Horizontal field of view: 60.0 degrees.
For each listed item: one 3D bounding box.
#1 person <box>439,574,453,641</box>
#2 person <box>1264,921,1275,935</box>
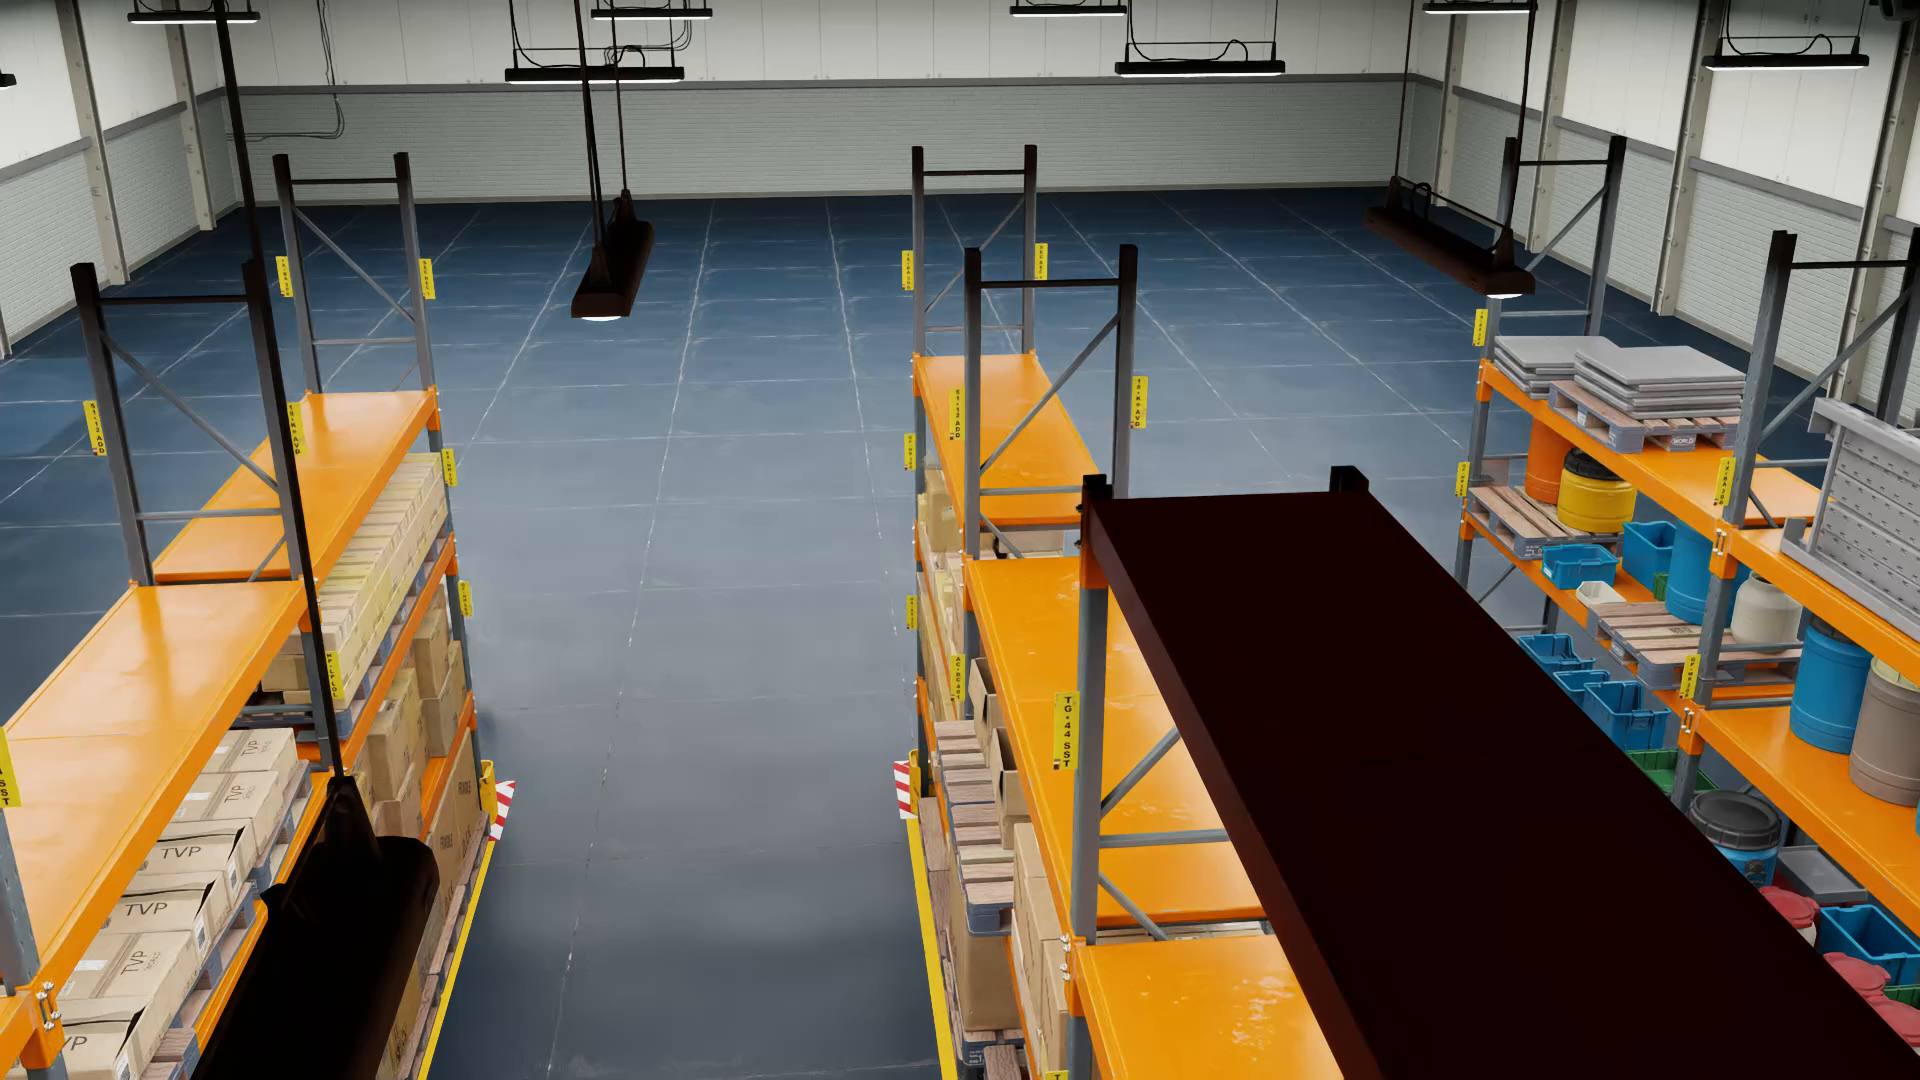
[{"bbox_3d":[-5.394,0.864,17.205,0.491,1.643,0.746,-13,25,-30],"label":"person"},{"bbox_3d":[2.490,2.550,12.902,0.575,1.654,0.953,1,22,4],"label":"person"}]
